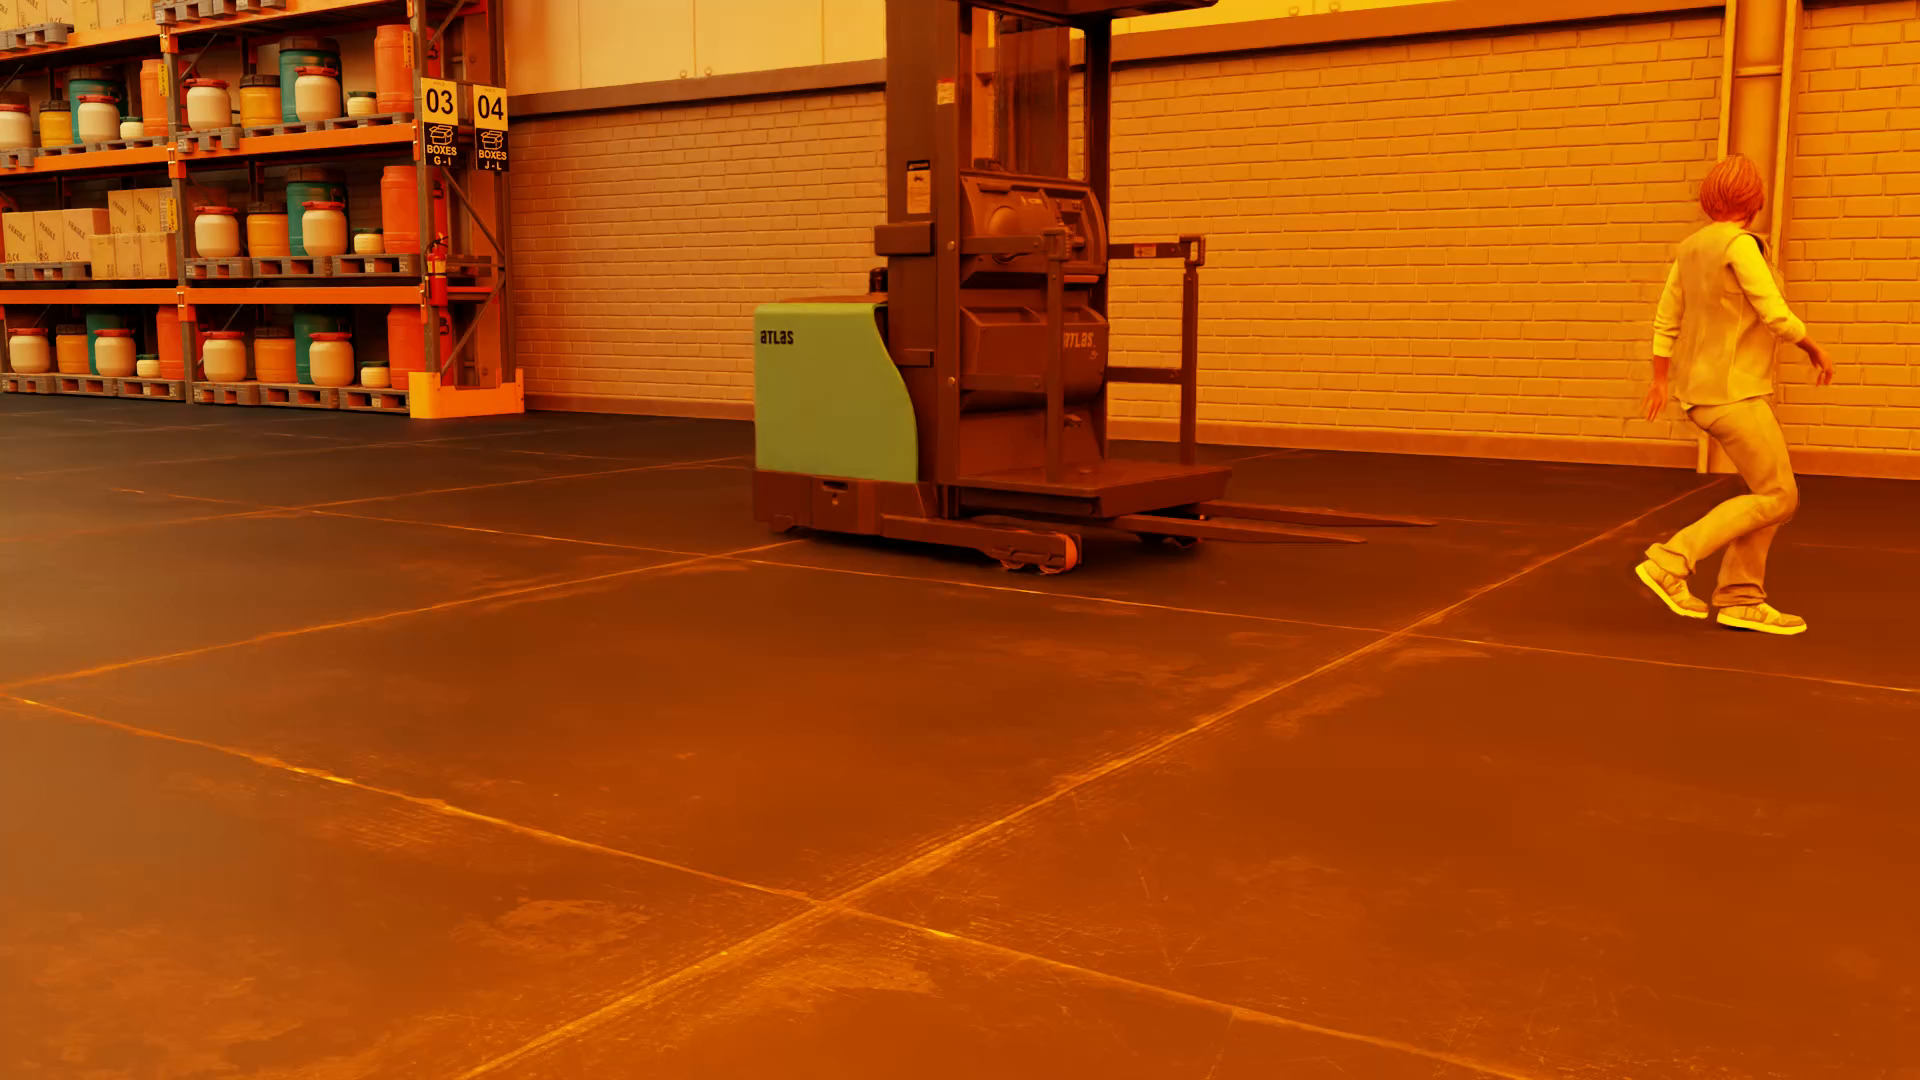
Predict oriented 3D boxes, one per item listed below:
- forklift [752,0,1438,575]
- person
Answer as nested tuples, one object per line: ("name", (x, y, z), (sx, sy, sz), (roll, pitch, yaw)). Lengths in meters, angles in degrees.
("forklift", (0.487, -1.396, 7.009), (3.031, 2.935, 1.130), (7, 10, 39))
("person", (2.535, -0.469, 5.460), (0.579, 1.547, 0.563), (2, 8, 13))
